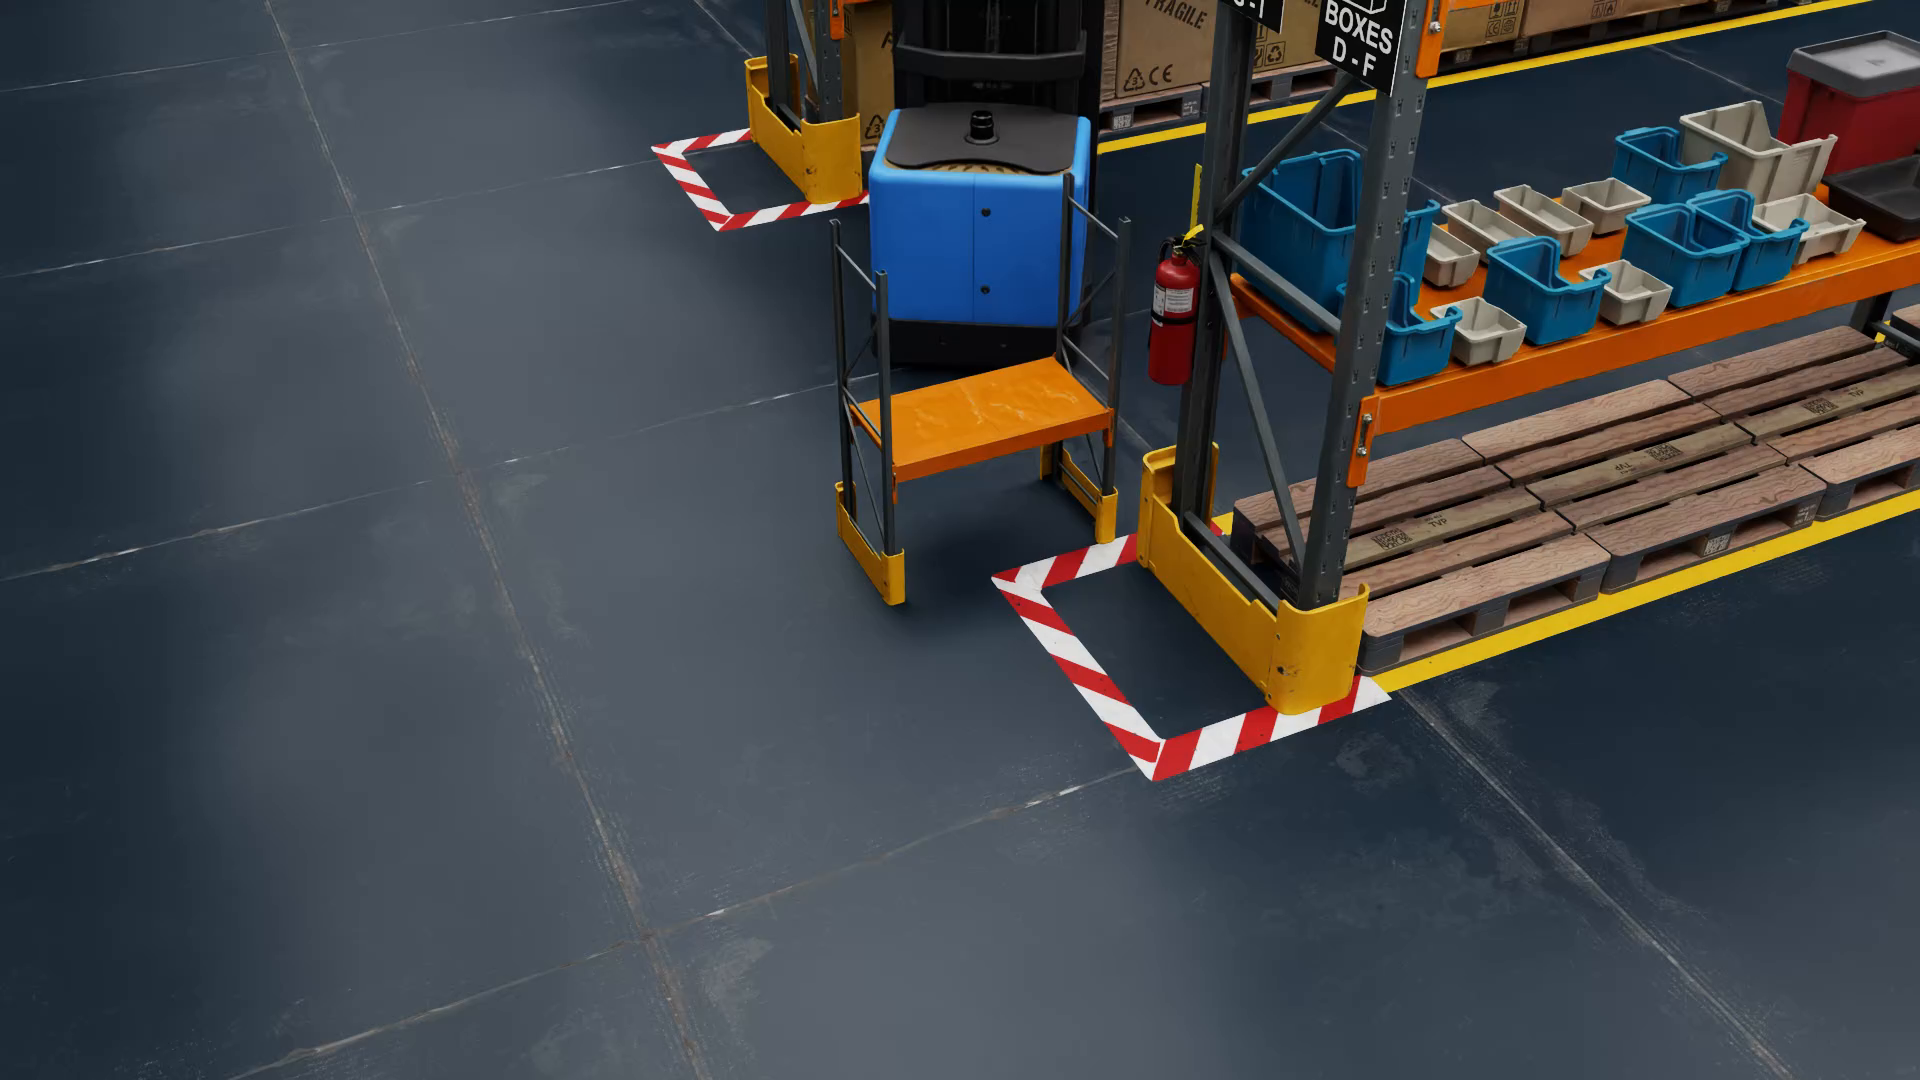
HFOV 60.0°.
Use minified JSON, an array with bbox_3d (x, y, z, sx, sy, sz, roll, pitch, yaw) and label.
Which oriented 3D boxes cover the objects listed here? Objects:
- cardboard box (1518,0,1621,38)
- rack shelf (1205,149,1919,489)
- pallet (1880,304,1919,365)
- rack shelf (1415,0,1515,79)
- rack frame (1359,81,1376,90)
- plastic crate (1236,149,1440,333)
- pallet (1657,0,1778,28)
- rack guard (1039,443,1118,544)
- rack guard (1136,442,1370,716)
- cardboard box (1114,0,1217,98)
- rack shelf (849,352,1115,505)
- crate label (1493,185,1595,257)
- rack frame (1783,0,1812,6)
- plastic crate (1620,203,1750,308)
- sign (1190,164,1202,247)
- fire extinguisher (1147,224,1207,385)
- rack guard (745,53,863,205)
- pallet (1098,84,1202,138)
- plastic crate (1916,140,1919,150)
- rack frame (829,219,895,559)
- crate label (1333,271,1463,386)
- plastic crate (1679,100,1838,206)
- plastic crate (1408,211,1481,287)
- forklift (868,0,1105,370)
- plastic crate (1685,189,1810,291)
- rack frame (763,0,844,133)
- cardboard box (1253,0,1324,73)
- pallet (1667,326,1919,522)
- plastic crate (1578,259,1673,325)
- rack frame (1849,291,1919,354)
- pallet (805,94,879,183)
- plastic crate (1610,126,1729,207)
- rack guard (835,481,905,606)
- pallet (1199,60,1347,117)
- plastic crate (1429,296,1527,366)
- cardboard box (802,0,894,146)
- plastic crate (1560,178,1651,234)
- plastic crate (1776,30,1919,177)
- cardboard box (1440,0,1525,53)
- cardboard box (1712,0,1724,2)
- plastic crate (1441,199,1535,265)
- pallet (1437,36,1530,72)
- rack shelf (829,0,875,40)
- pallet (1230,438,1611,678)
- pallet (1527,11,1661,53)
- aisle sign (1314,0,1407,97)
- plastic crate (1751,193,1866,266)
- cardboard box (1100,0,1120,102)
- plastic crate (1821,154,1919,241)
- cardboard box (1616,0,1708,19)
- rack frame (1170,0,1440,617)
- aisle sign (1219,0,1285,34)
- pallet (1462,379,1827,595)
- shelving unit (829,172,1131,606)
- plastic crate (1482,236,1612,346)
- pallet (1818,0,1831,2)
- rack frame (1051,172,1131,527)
[{"bbox_3d":[4.050,-4.292,11.949,0.875,0.875,1.225,-17,40,-21],"label":"cardboard box"},{"bbox_3d":[2.964,-1.111,6.833,4.000,0.370,1.077,-16,39,-20],"label":"rack shelf"},{"bbox_3d":[5.491,-0.959,8.365,1.213,0.211,1.003,-16,39,-20],"label":"pallet"},{"bbox_3d":[2.964,-2.315,5.940,4.000,0.370,1.077,-16,39,-20],"label":"rack shelf"},{"bbox_3d":[2.670,-4.577,10.903,0.127,3.000,1.000,-16,39,-20],"label":"rack frame"},{"bbox_3d":[1.377,-1.117,6.158,0.499,0.435,0.616,-16,39,-20],"label":"plastic crate"},{"bbox_3d":[5.546,-4.310,12.884,1.213,0.211,1.003,-16,39,-20],"label":"pallet"},{"bbox_3d":[0.520,-0.246,7.371,0.087,0.250,0.587,-16,39,-20],"label":"rack guard"},{"bbox_3d":[1.137,0.124,6.664,0.348,0.500,1.175,-16,39,-20],"label":"rack guard"},{"bbox_3d":[1.224,-3.540,10.936,0.875,0.875,0.875,-16,39,-20],"label":"cardboard box"},{"bbox_3d":[0.077,-0.480,6.940,1.000,0.185,0.538,-16,39,-20],"label":"rack shelf"},{"bbox_3d":[2.325,-1.265,6.608,0.243,0.136,0.396,-16,39,-20],"label":"crate label"},{"bbox_3d":[6.291,-5.589,12.268,0.127,3.000,1.000,-16,39,-20],"label":"rack frame"},{"bbox_3d":[2.709,-1.068,6.263,0.300,0.233,0.416,-16,39,-20],"label":"plastic crate"},{"bbox_3d":[0.905,-1.251,6.282,0.005,0.325,0.100,-16,39,-20],"label":"sign"},{"bbox_3d":[0.824,-0.919,6.350,0.183,0.674,0.296,-16,39,-20],"label":"fire extinguisher"},{"bbox_3d":[-0.972,-2.554,10.274,0.348,0.500,1.175,-16,39,-20],"label":"rack guard"},{"bbox_3d":[0.843,-2.995,11.111,1.213,0.211,1.003,-16,39,-20],"label":"pallet"},{"bbox_3d":[4.293,-1.783,7.307,0.243,0.136,0.396,-16,39,-20],"label":"plastic crate"},{"bbox_3d":[-0.383,-0.495,6.659,0.032,1.500,0.500,-16,39,-20],"label":"rack frame"},{"bbox_3d":[1.517,-0.735,5.813,0.303,0.233,0.416,-16,39,-20],"label":"crate label"},{"bbox_3d":[3.314,-1.595,6.932,0.530,0.282,0.437,-16,39,-20],"label":"plastic crate"},{"bbox_3d":[1.815,-1.116,6.407,0.243,0.136,0.396,-16,39,-20],"label":"plastic crate"},{"bbox_3d":[0.222,-2.884,8.678,1.130,2.935,3.031,4,37,5],"label":"forklift"},{"bbox_3d":[2.981,-1.144,6.365,0.300,0.233,0.416,-16,39,-20],"label":"plastic crate"},{"bbox_3d":[-0.951,-3.564,9.538,0.127,3.000,1.000,-16,39,-20],"label":"rack frame"},{"bbox_3d":[2.039,-3.768,11.244,0.875,0.875,0.875,-16,39,-20],"label":"cardboard box"},{"bbox_3d":[4.126,-0.579,7.853,1.213,0.211,1.003,-16,39,-20],"label":"pallet"},{"bbox_3d":[2.457,-0.905,6.123,0.298,0.136,0.250,-16,39,-20],"label":"plastic crate"},{"bbox_3d":[4.775,-1.906,7.302,0.127,3.000,1.000,-16,39,-20],"label":"rack frame"},{"bbox_3d":[-0.260,-2.689,10.698,1.213,0.211,1.003,-16,39,-20],"label":"pallet"},{"bbox_3d":[2.904,-1.508,6.856,0.300,0.233,0.416,-16,39,-20],"label":"plastic crate"},{"bbox_3d":[-0.382,0.006,7.032,0.087,0.250,0.587,-16,39,-20],"label":"rack guard"},{"bbox_3d":[1.949,-3.307,11.531,1.213,0.211,1.003,-16,39,-20],"label":"pallet"},{"bbox_3d":[1.843,-0.733,5.891,0.298,0.136,0.250,-16,39,-20],"label":"plastic crate"},{"bbox_3d":[-0.405,-3.085,10.322,0.875,0.875,0.875,-16,39,-20],"label":"cardboard box"},{"bbox_3d":[2.585,-1.350,6.723,0.250,0.136,0.298,-16,39,-20],"label":"plastic crate"},{"bbox_3d":[3.860,-1.865,7.142,0.583,0.464,0.402,-16,39,-20],"label":"plastic crate"},{"bbox_3d":[3.241,-4.065,11.644,0.875,0.875,1.225,-15,39,-20],"label":"cardboard box"},{"bbox_3d":[5.658,-4.741,12.555,0.875,0.875,1.225,-17,40,-22],"label":"cardboard box"},{"bbox_3d":[2.083,-1.181,6.496,0.243,0.136,0.396,-16,39,-20],"label":"plastic crate"},{"bbox_3d":[3.337,-3.693,12.052,1.213,0.211,1.003,-16,39,-20],"label":"pallet"},{"bbox_3d":[0.860,-3.782,10.435,4.000,0.370,1.077,-16,39,-20],"label":"rack shelf"},{"bbox_3d":[1.917,0.039,7.021,1.213,0.211,1.003,-16,39,-20],"label":"pallet"},{"bbox_3d":[4.443,-4.004,12.471,1.213,0.211,1.003,-16,39,-20],"label":"pallet"},{"bbox_3d":[1.215,-1.759,4.922,0.004,0.787,0.394,-16,39,-20],"label":"aisle sign"},{"bbox_3d":[3.326,-1.221,6.549,0.466,0.136,0.293,-16,39,-20],"label":"plastic crate"},{"bbox_3d":[0.418,-3.315,10.633,0.875,0.875,0.875,-16,39,-20],"label":"cardboard box"},{"bbox_3d":[3.876,-1.391,6.788,0.590,0.125,0.437,-16,39,-20],"label":"plastic crate"},{"bbox_3d":[4.847,-4.520,12.257,0.875,0.875,1.225,-15,39,-20],"label":"cardboard box"},{"bbox_3d":[1.154,-0.893,5.937,0.127,3.000,1.000,-16,39,-20],"label":"rack frame"},{"bbox_3d":[0.964,-2.077,5.351,0.004,0.787,0.394,-16,39,-20],"label":"aisle sign"},{"bbox_3d":[3.020,-0.268,7.434,1.213,0.211,1.003,-16,39,-20],"label":"pallet"},{"bbox_3d":[0.069,-0.622,6.829,1.083,1.500,0.587,-16,39,-20],"label":"shelving unit"},{"bbox_3d":[2.113,-0.902,6.038,0.300,0.233,0.416,-16,39,-20],"label":"plastic crate"},{"bbox_3d":[6.999,-4.666,13.364,1.213,0.211,1.003,-16,39,-20],"label":"pallet"},{"bbox_3d":[0.537,-0.753,7.006,0.032,1.500,0.500,-16,39,-20],"label":"rack frame"}]
